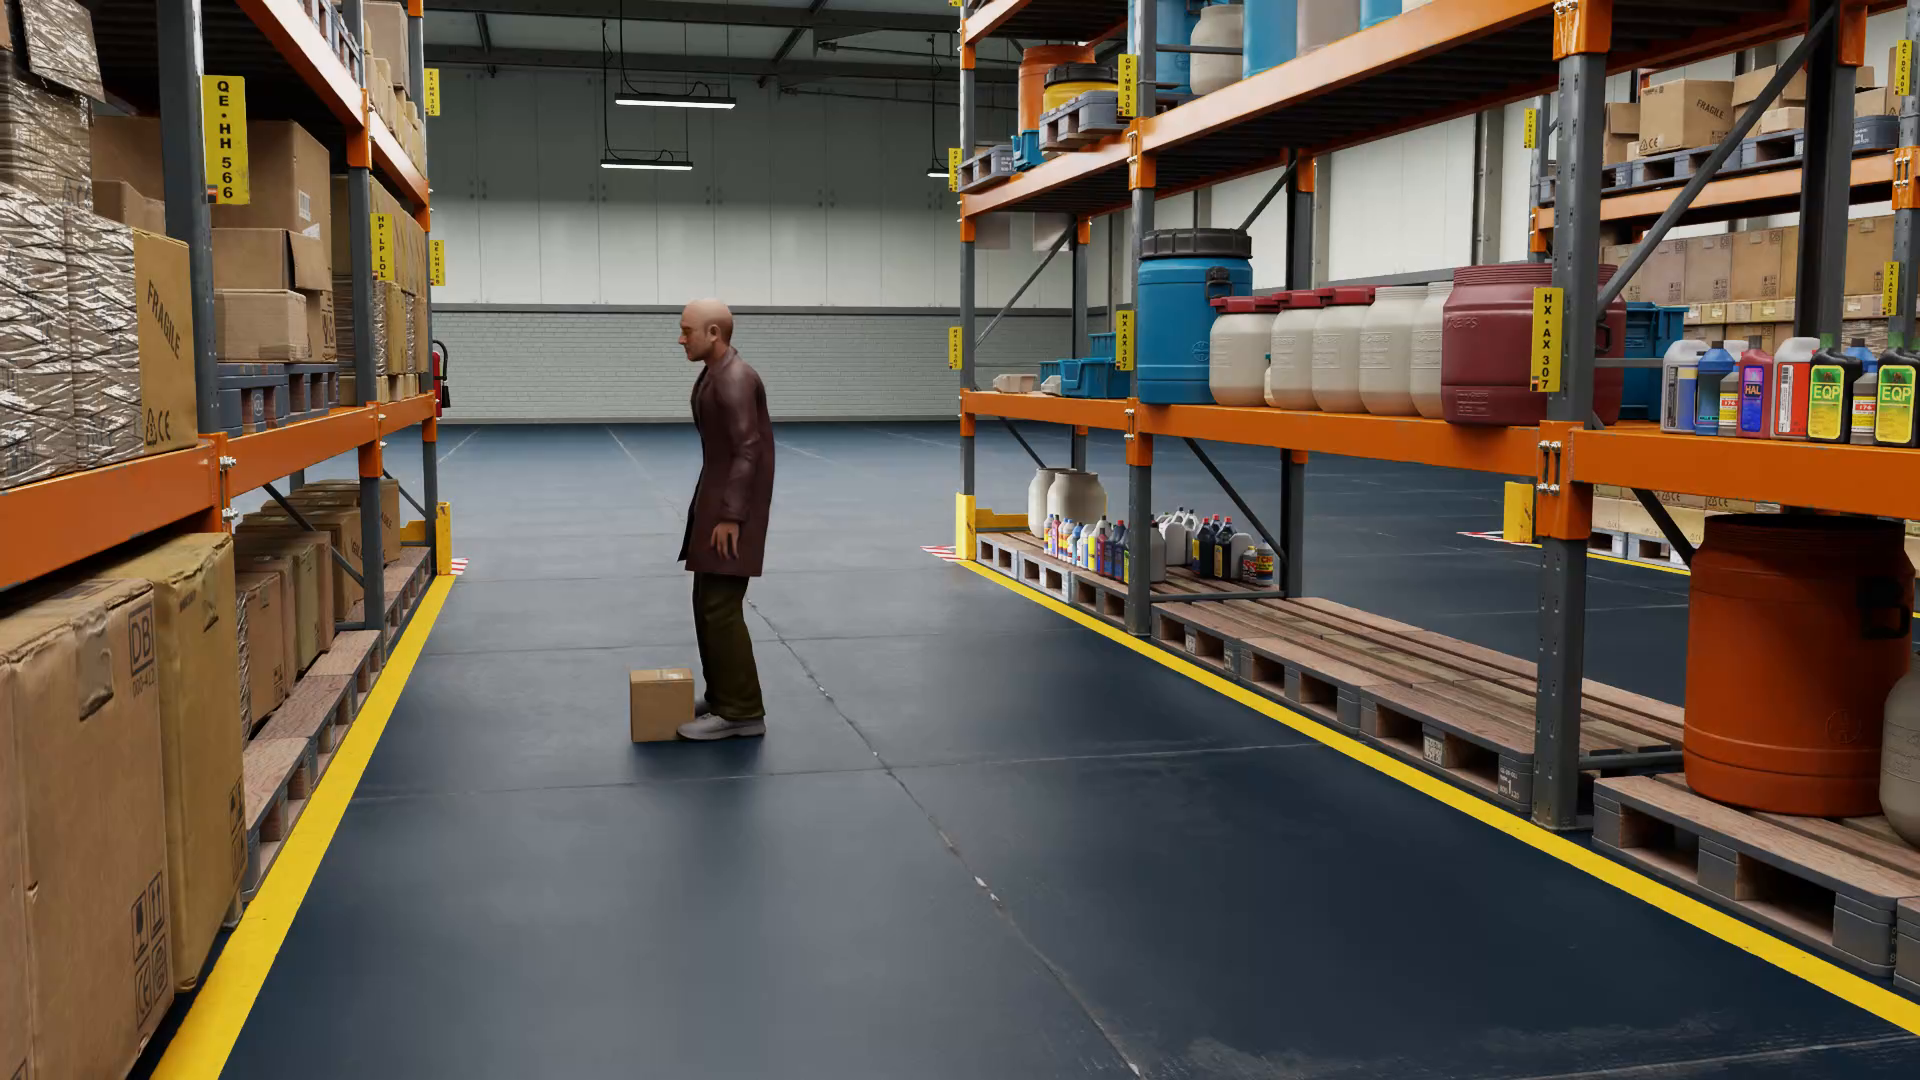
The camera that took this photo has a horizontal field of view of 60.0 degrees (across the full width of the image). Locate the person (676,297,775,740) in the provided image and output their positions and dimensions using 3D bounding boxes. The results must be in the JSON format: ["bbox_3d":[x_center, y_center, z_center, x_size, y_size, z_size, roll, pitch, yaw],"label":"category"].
[{"bbox_3d":[-0.972,-0.092,6.770,0.429,1.772,0.644,-2,6,-17],"label":"person"}]
